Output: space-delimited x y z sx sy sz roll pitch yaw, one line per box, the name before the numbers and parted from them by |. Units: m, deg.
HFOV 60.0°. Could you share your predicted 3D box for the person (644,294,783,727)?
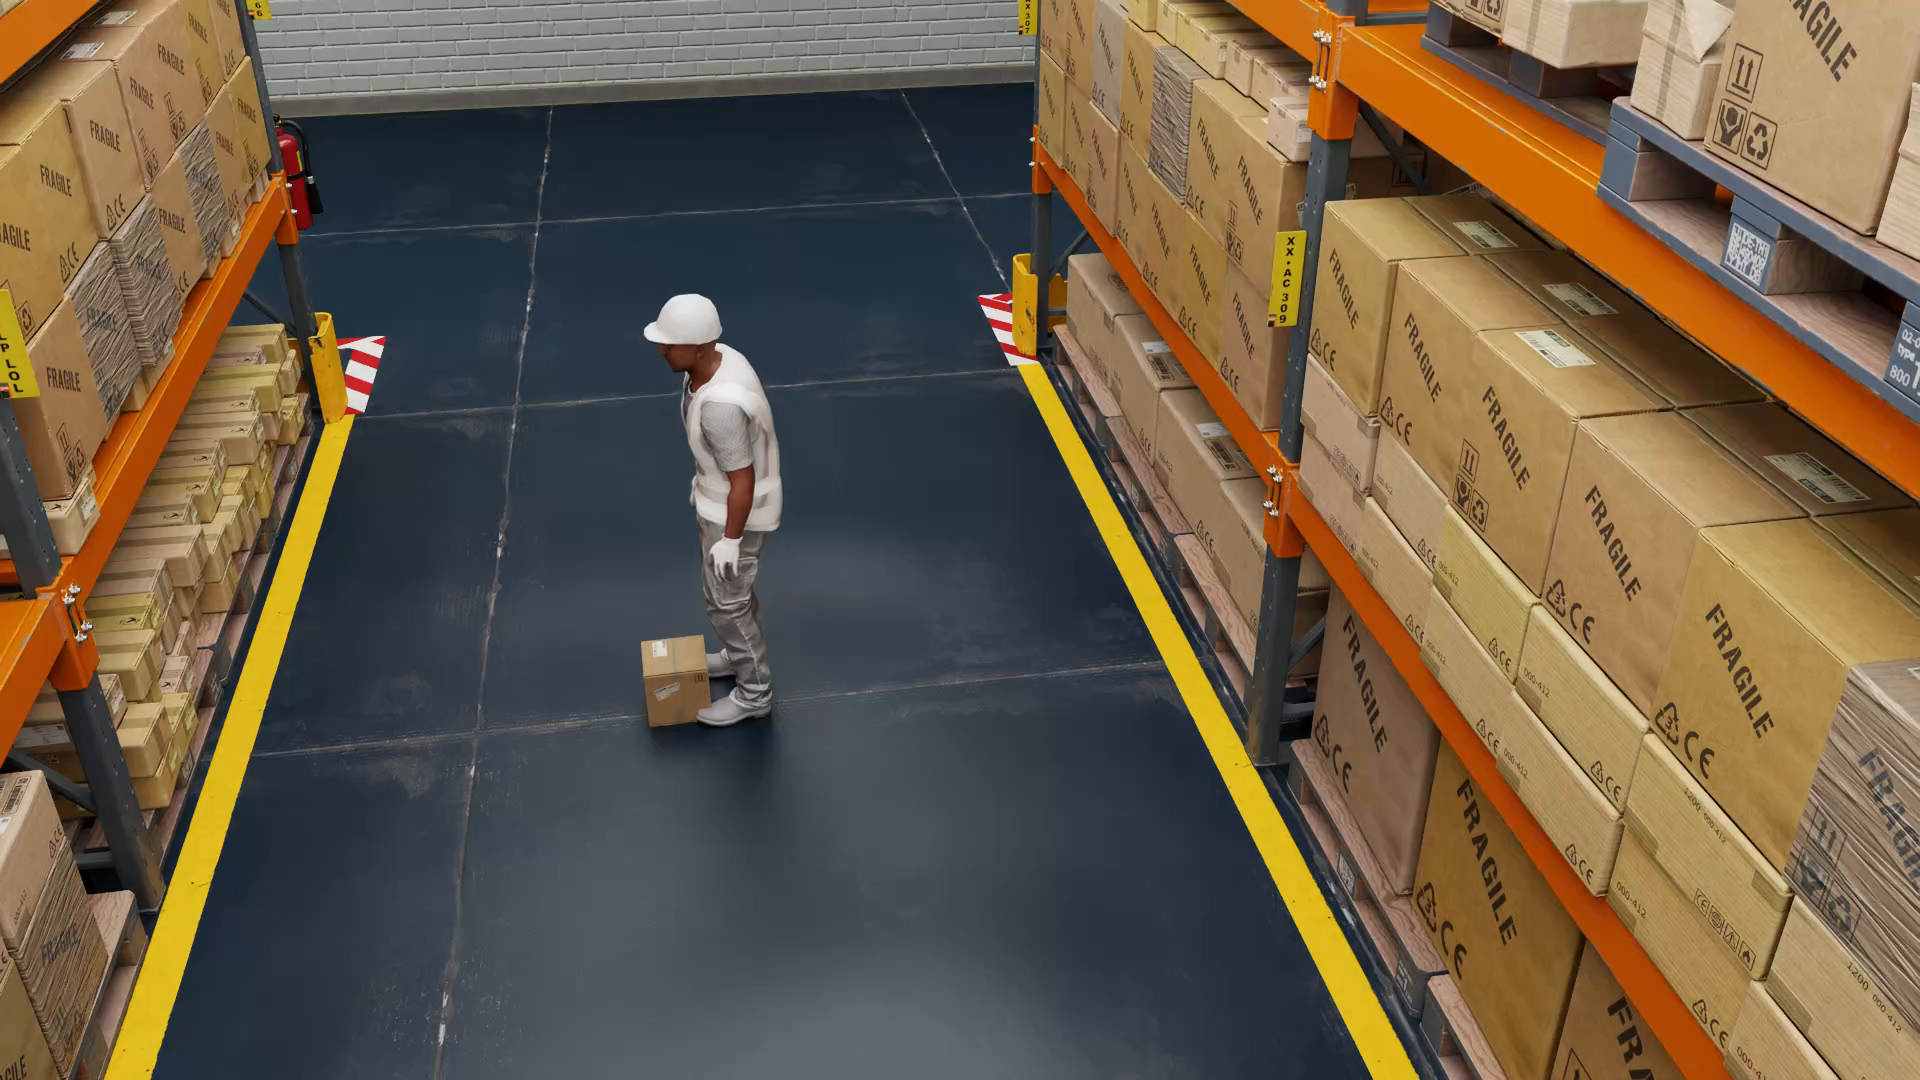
person | -0.903 -0.113 6.313 0.447 1.773 0.628 -7 31 -12
